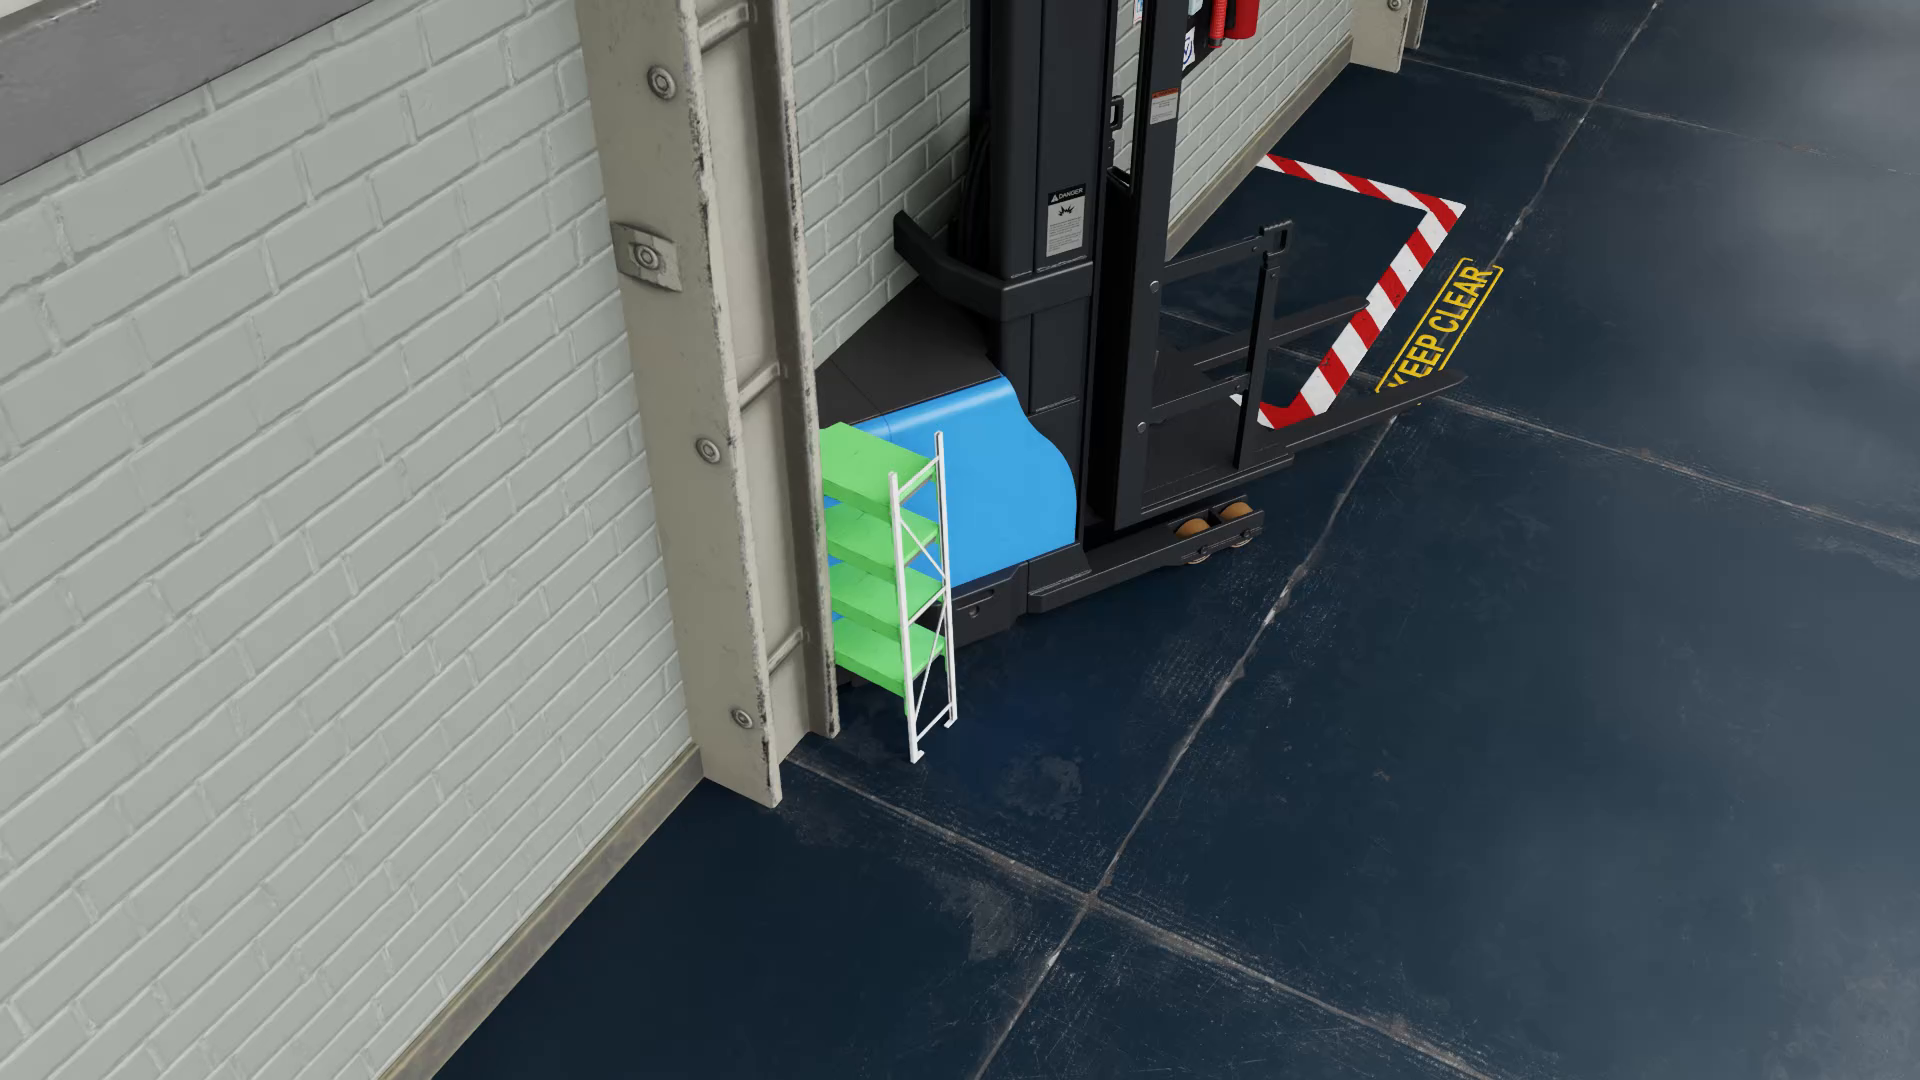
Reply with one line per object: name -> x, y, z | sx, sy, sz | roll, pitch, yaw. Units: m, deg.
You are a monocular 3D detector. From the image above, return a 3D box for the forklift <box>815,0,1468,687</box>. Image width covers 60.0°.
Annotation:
forklift -> 0.549, -1.299, 5.507 | 3.031, 2.935, 1.130 | -20, 45, -21

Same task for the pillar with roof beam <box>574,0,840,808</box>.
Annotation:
pillar with roof beam -> 3.100, -1.264, 0.876 | 9.100, 9.000, 0.400 | 21, 45, 22

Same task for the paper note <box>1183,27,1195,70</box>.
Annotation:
paper note -> 0.957, -2.059, 6.985 | 0.016, 0.148, 0.142 | 21, 45, 22

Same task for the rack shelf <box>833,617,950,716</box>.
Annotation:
rack shelf -> -0.294, 0.348, 5.403 | 0.480, 0.148, 0.258 | 24, 47, 27

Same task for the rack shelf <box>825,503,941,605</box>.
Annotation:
rack shelf -> -0.310, -0.014, 5.088 | 0.480, 0.148, 0.258 | 24, 47, 27

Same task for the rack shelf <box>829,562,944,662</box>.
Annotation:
rack shelf -> -0.302, 0.167, 5.245 | 0.480, 0.148, 0.258 | 24, 47, 27

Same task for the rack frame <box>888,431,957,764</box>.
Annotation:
rack frame -> -0.105, 0.207, 5.092 | 0.015, 1.200, 0.240 | 24, 47, 27

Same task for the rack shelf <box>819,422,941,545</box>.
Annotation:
rack shelf -> -0.318, -0.195, 4.930 | 0.480, 0.148, 0.258 | 24, 47, 27

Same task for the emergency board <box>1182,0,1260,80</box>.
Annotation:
emergency board -> 1.105, -2.468, 6.783 | 0.194, 1.169, 0.643 | 21, 45, 22

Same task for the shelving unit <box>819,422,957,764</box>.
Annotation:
shelving unit -> -0.304, 0.119, 5.203 | 0.503, 1.200, 0.258 | 24, 47, 27

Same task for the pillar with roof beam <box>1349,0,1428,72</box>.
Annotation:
pillar with roof beam -> 6.102, -4.697, 4.775 | 9.100, 9.000, 0.400 | 21, 45, 22

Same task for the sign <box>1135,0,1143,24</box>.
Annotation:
sign -> 0.739, -2.199, 6.450 | 0.001, 0.329, 0.234 | 21, 45, 22
